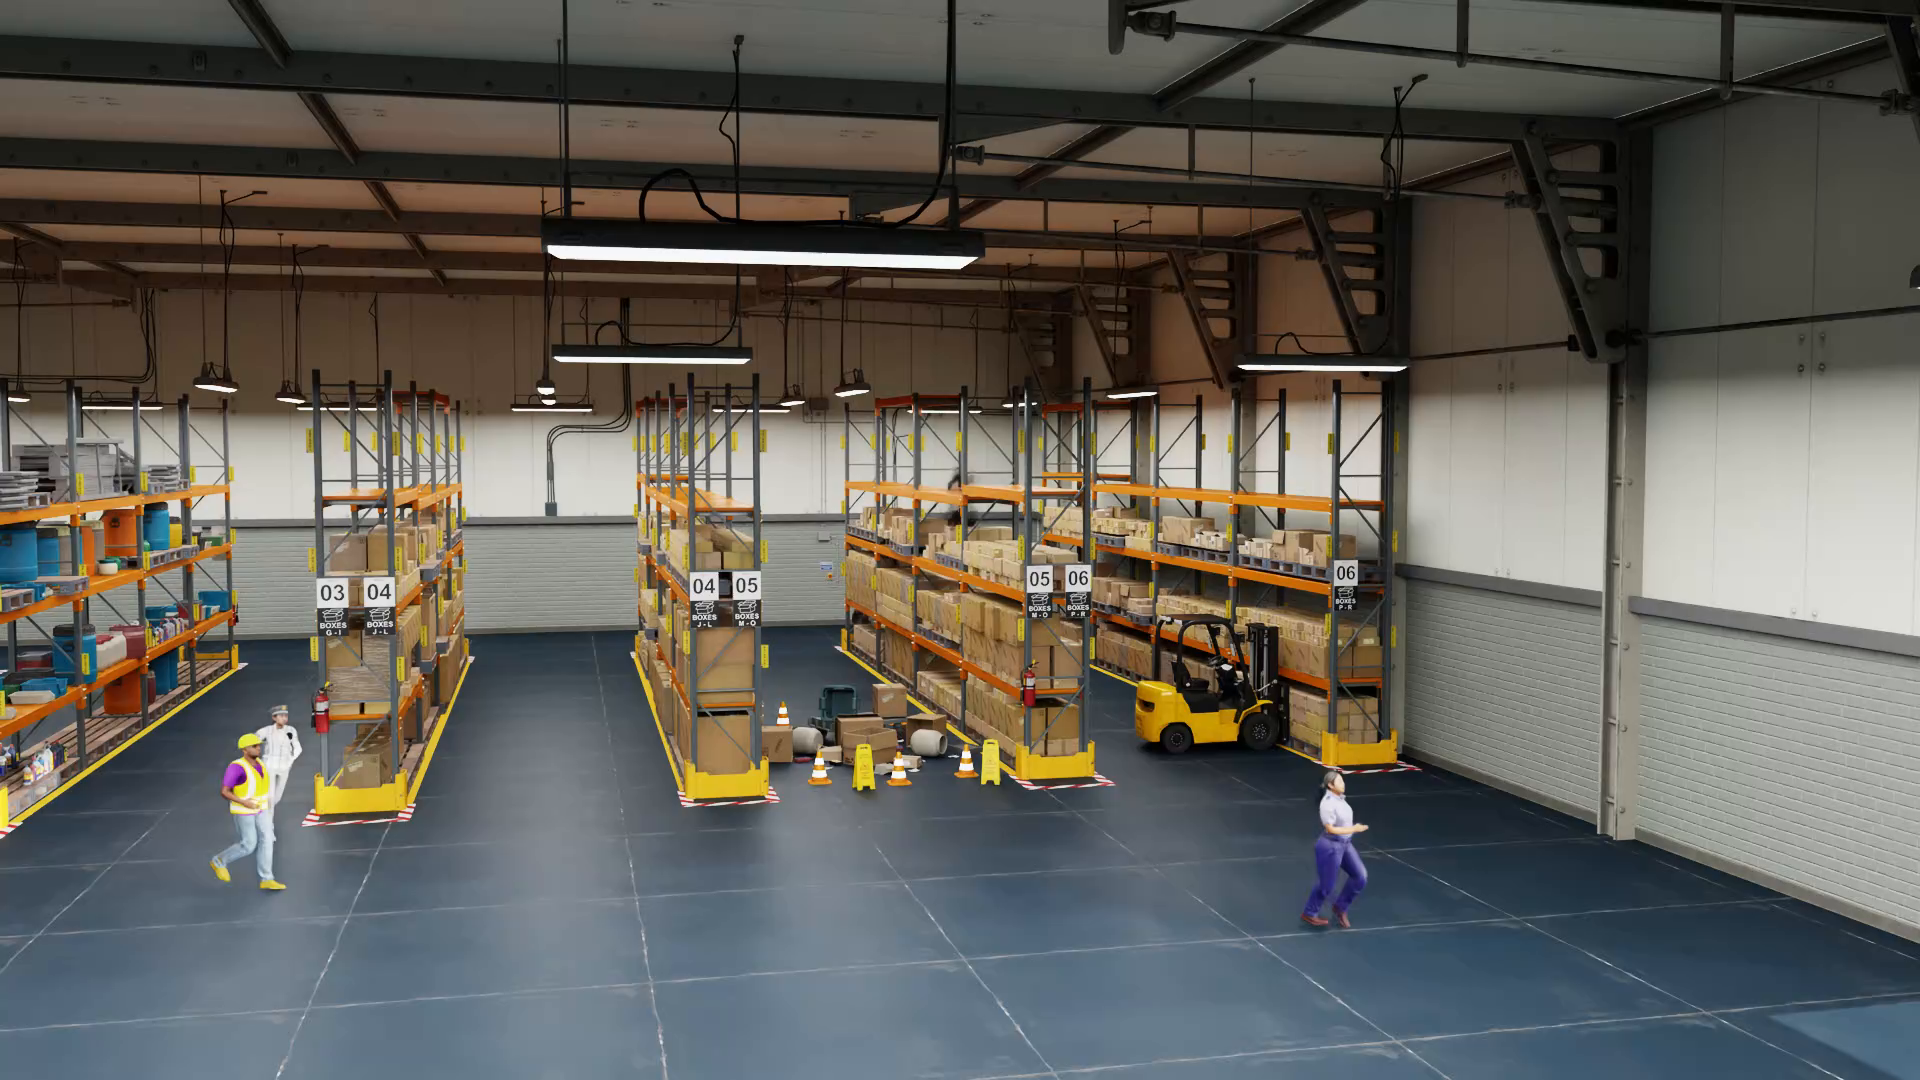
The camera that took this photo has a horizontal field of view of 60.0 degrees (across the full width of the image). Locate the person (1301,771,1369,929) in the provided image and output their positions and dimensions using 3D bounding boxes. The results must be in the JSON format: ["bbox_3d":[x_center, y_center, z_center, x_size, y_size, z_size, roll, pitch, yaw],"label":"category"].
[{"bbox_3d":[3.871,3.202,17.110,0.688,1.660,0.578,2,4,35],"label":"person"}]

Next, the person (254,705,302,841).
[{"bbox_3d":[-8.788,2.952,21.355,0.657,1.684,0.810,-3,4,-40],"label":"person"}]

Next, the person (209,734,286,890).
[{"bbox_3d":[-7.999,3.049,18.666,0.883,1.756,0.707,1,3,16],"label":"person"}]

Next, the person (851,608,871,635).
[{"bbox_3d":[-2.425,1.725,41.836,0.816,1.740,0.842,0,3,1],"label":"person"}]
